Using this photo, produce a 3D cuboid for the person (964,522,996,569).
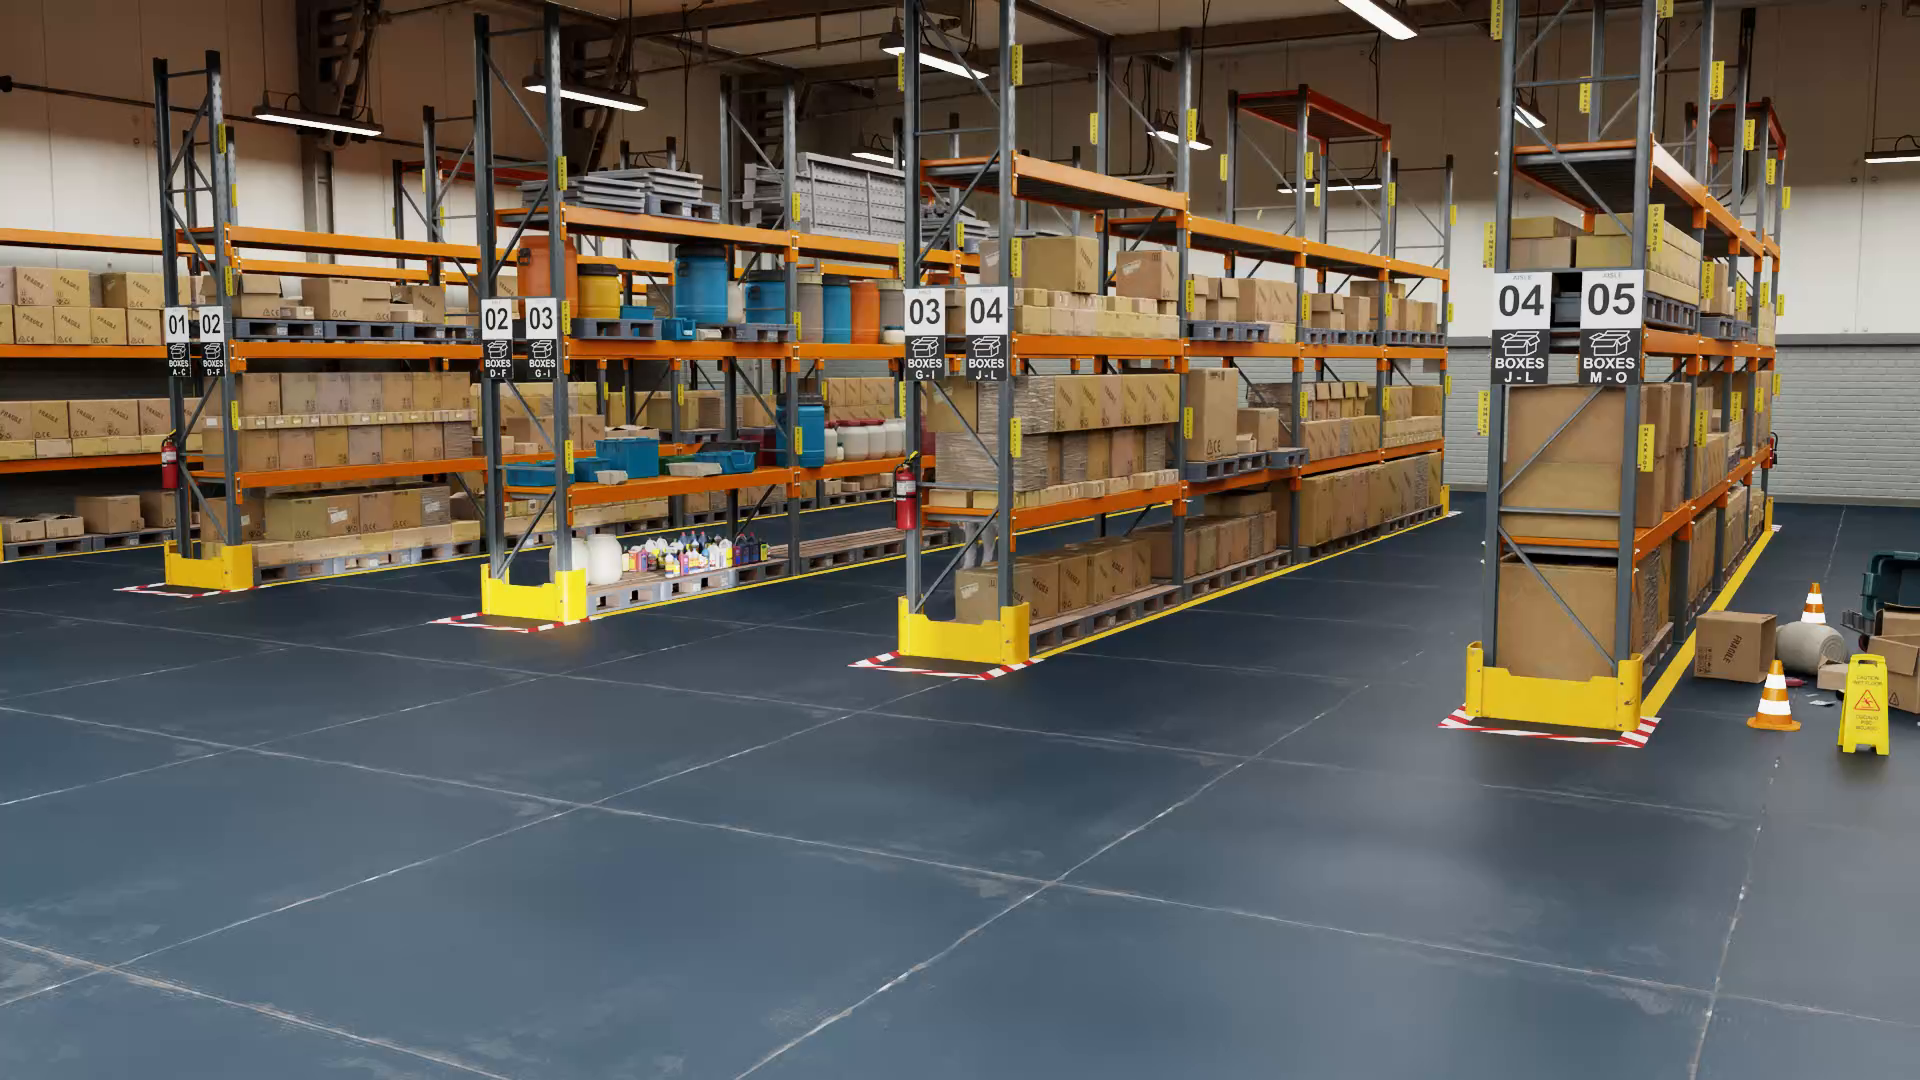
[{"bbox_3d":[0.220,-0.223,18.453,0.467,1.673,0.330,4,7,30],"label":"person"}]
